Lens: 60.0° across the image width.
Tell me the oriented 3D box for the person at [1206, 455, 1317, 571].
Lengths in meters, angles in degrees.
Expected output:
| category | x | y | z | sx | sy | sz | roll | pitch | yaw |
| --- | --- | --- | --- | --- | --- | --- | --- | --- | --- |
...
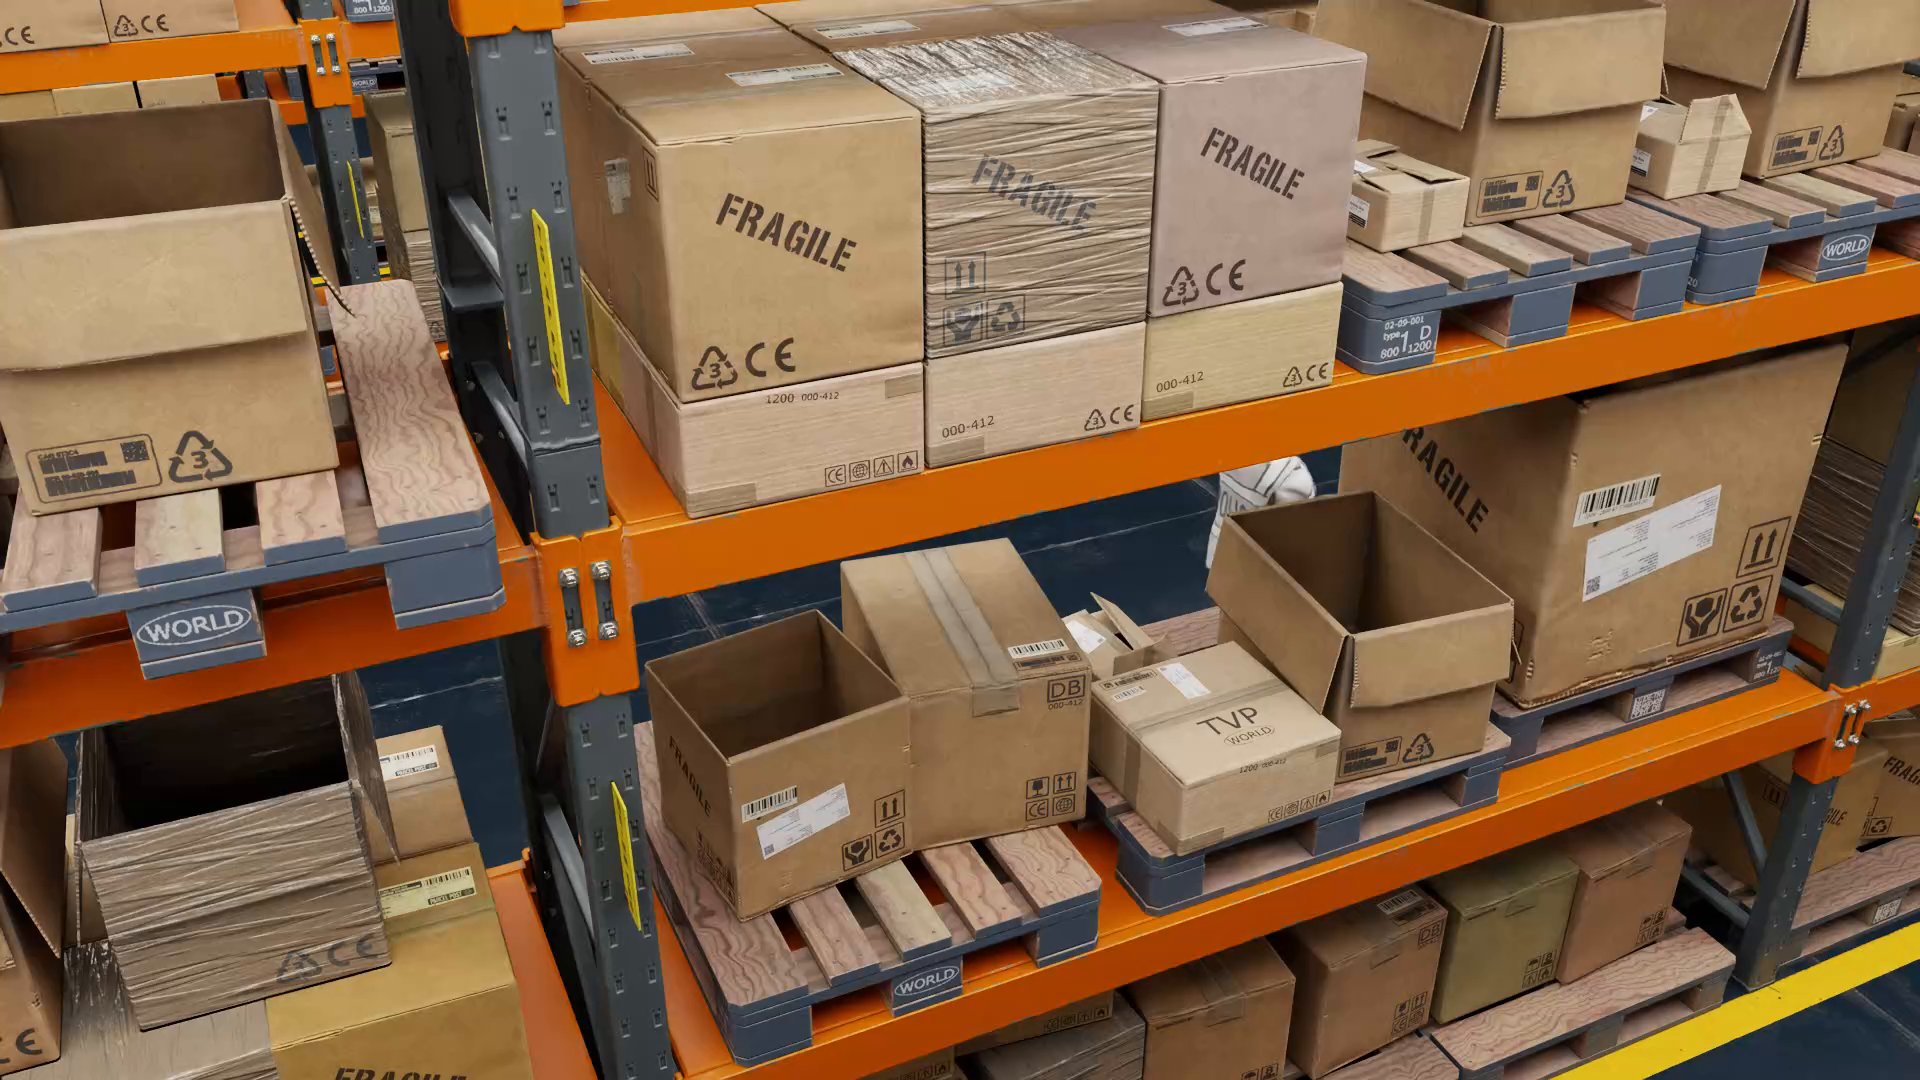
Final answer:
| category | x | y | z | sx | sy | sz | roll | pitch | yaw |
| --- | --- | --- | --- | --- | --- | --- | --- | --- | --- |
| person | 1.307 | 0.106 | 6.907 | 0.536 | 1.770 | 0.524 | -13 | 32 | -22 |
